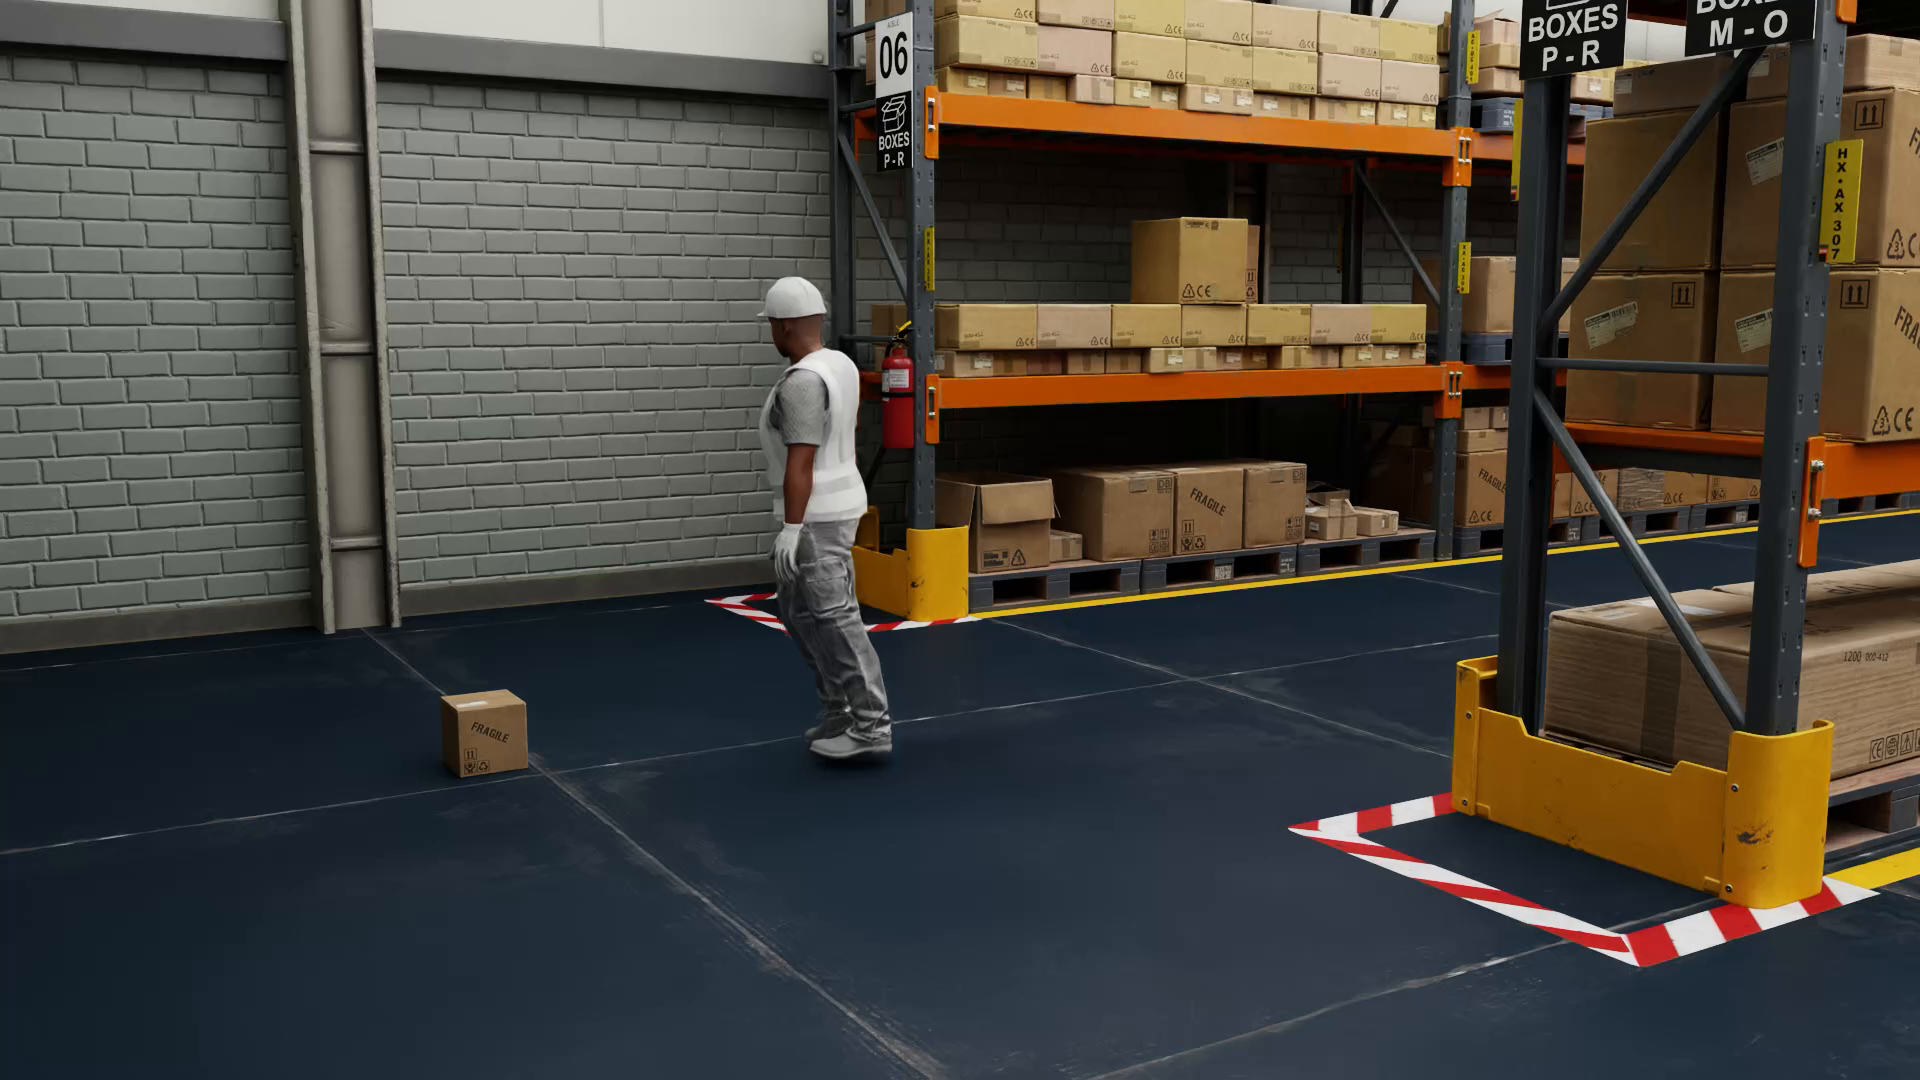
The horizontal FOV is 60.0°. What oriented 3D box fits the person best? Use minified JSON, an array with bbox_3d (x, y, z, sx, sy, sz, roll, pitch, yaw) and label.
[{"bbox_3d":[-0.499,-0.061,6.113,0.491,1.791,0.590,1,8,5],"label":"person"}]
